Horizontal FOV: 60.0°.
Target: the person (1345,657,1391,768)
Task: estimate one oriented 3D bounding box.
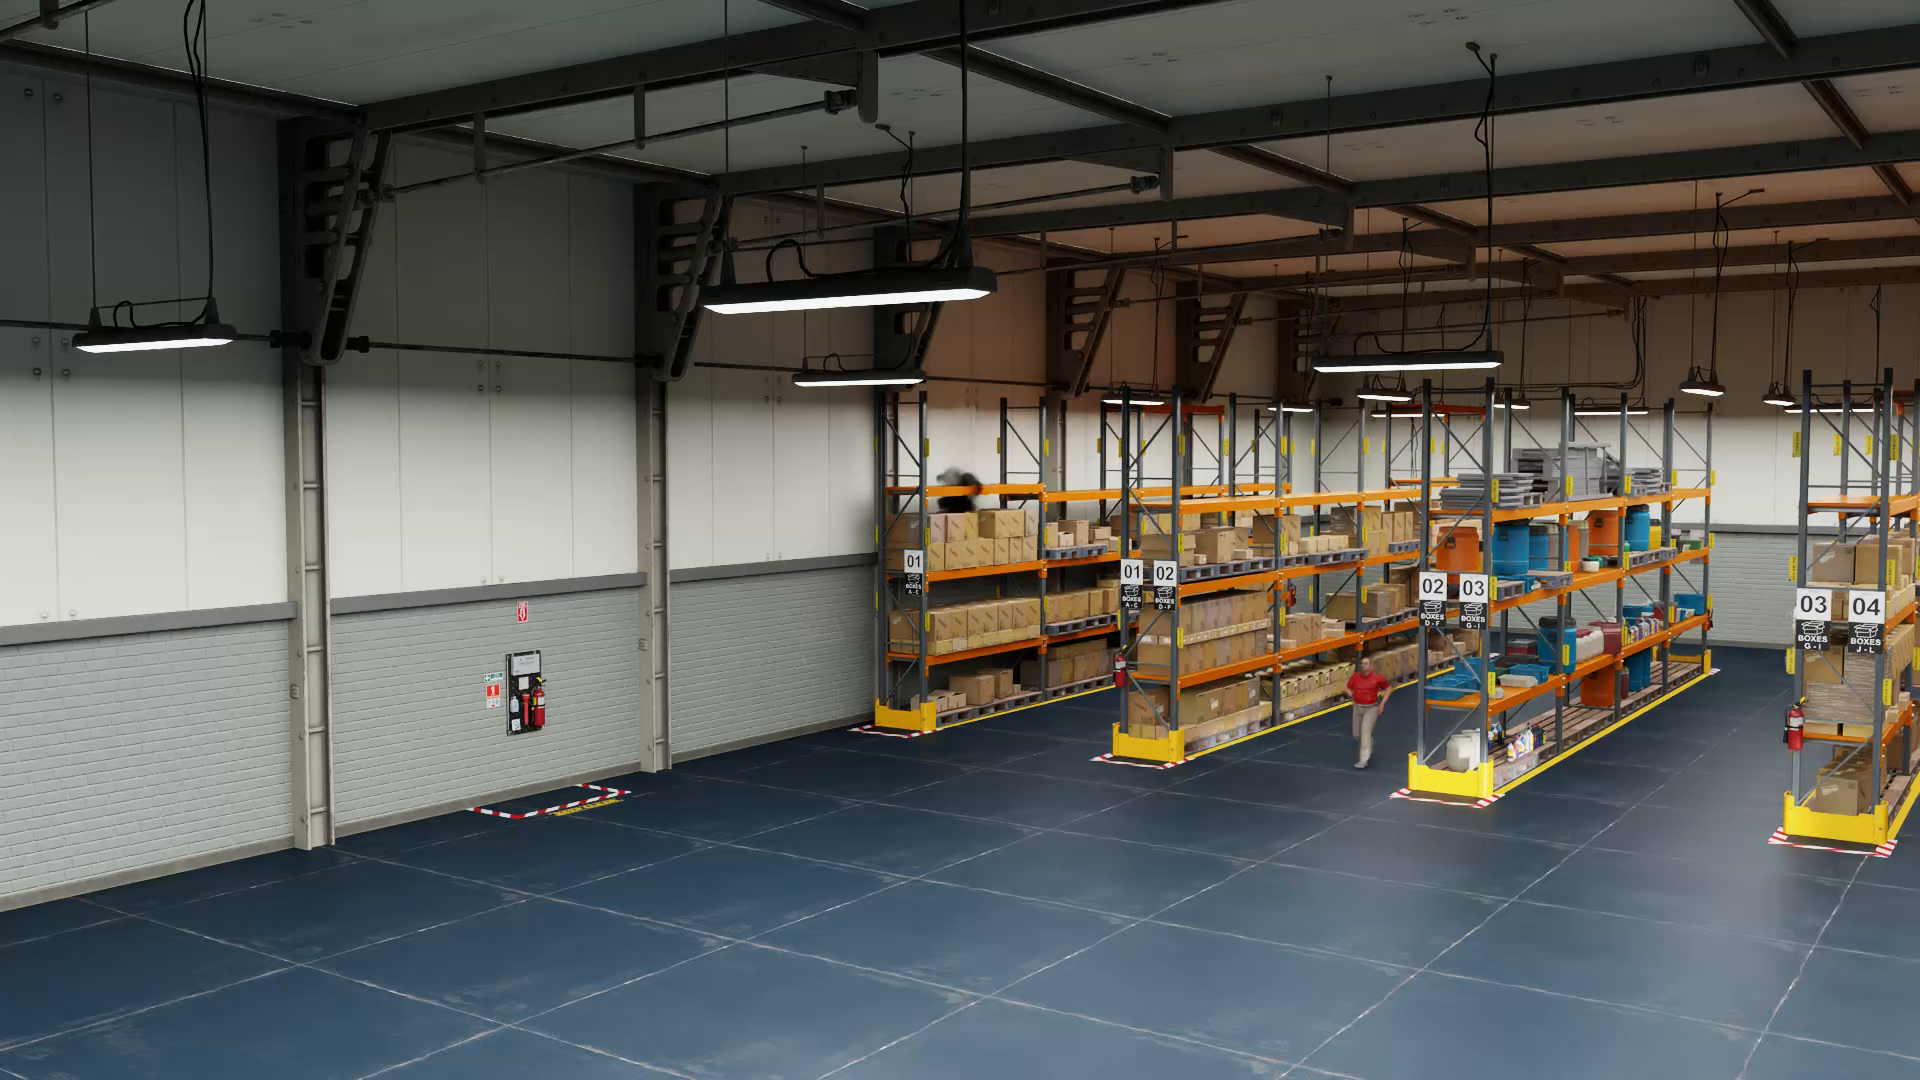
[{"bbox_3d":[6.399,2.686,26.168,0.684,1.707,0.859,2,4,36],"label":"person"}]
